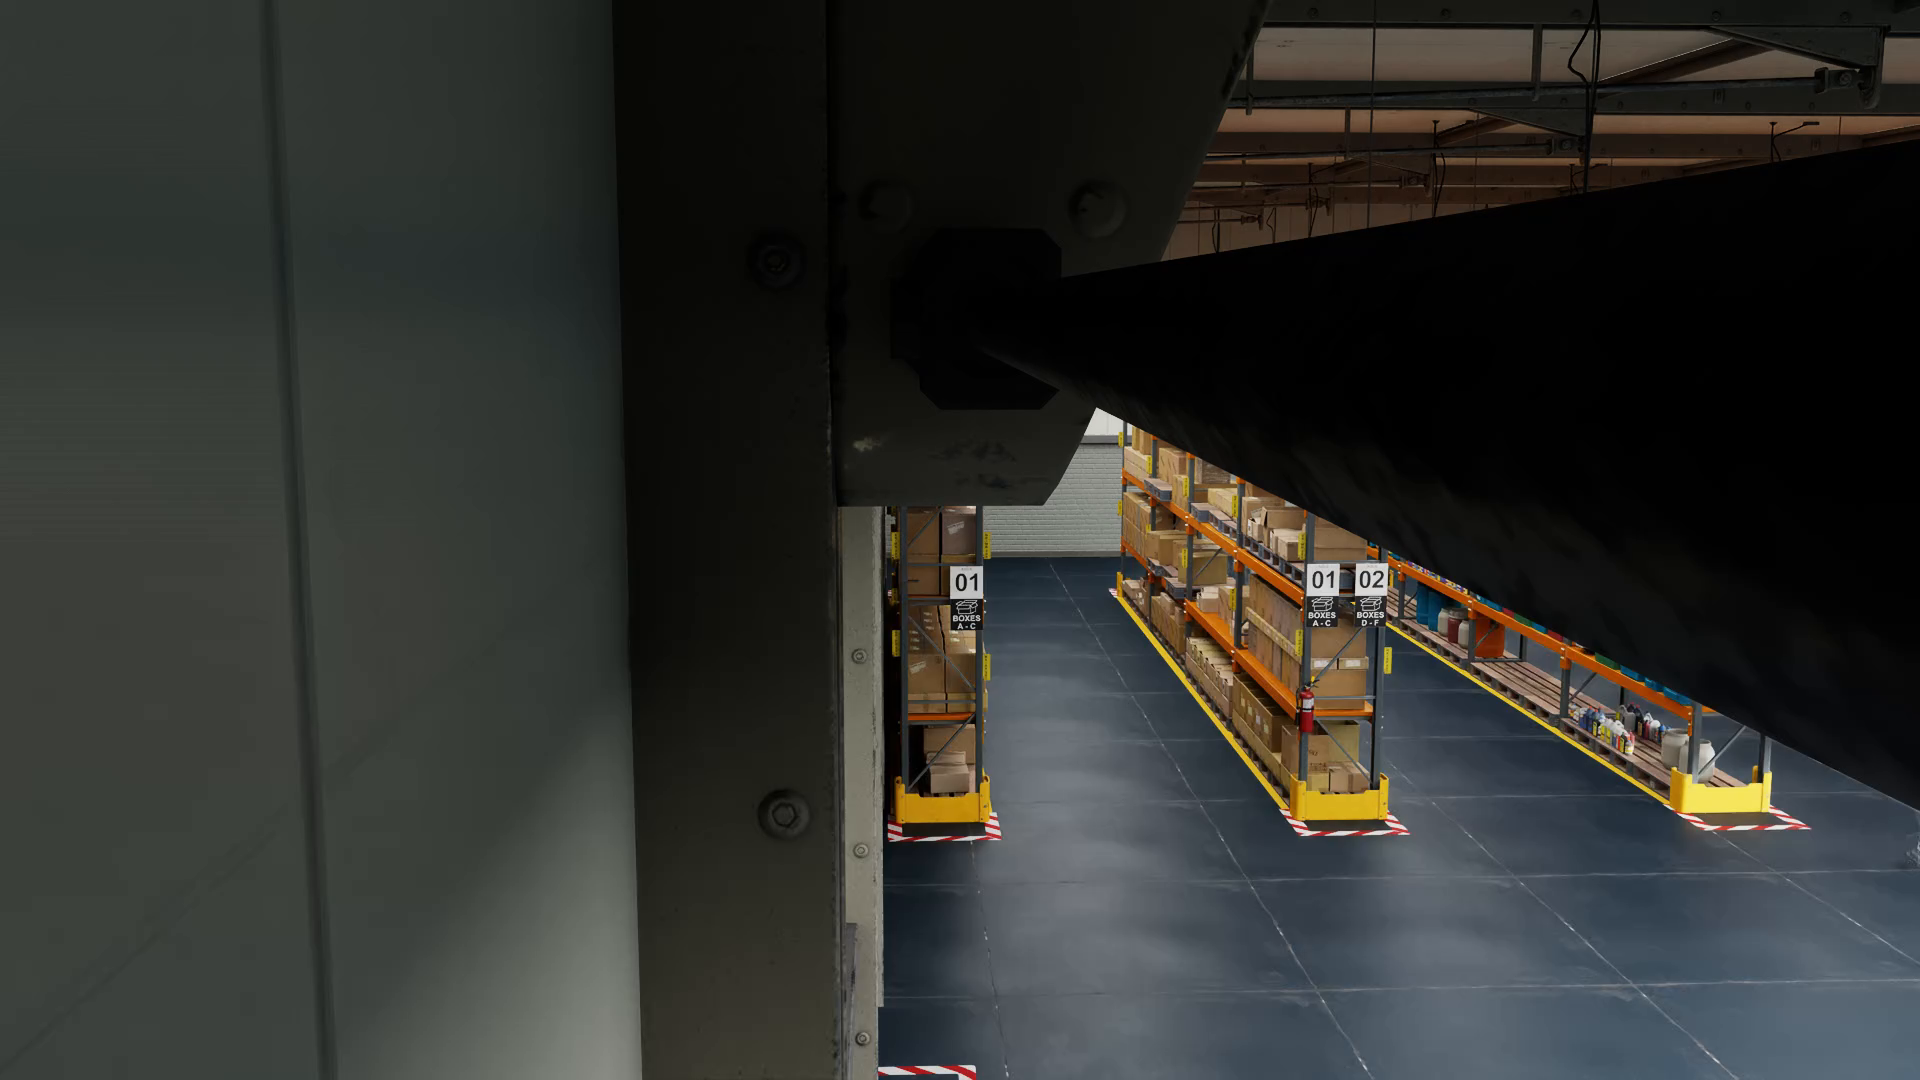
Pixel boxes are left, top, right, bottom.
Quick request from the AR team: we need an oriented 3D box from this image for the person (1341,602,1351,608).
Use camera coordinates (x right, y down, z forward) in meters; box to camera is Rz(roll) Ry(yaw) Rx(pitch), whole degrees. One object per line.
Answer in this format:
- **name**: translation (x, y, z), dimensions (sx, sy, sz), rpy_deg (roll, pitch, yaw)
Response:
- **person**: translation (6.639, 1.298, 29.783), dimensions (0.712, 1.735, 0.643), rpy_deg (-1, 8, -10)
